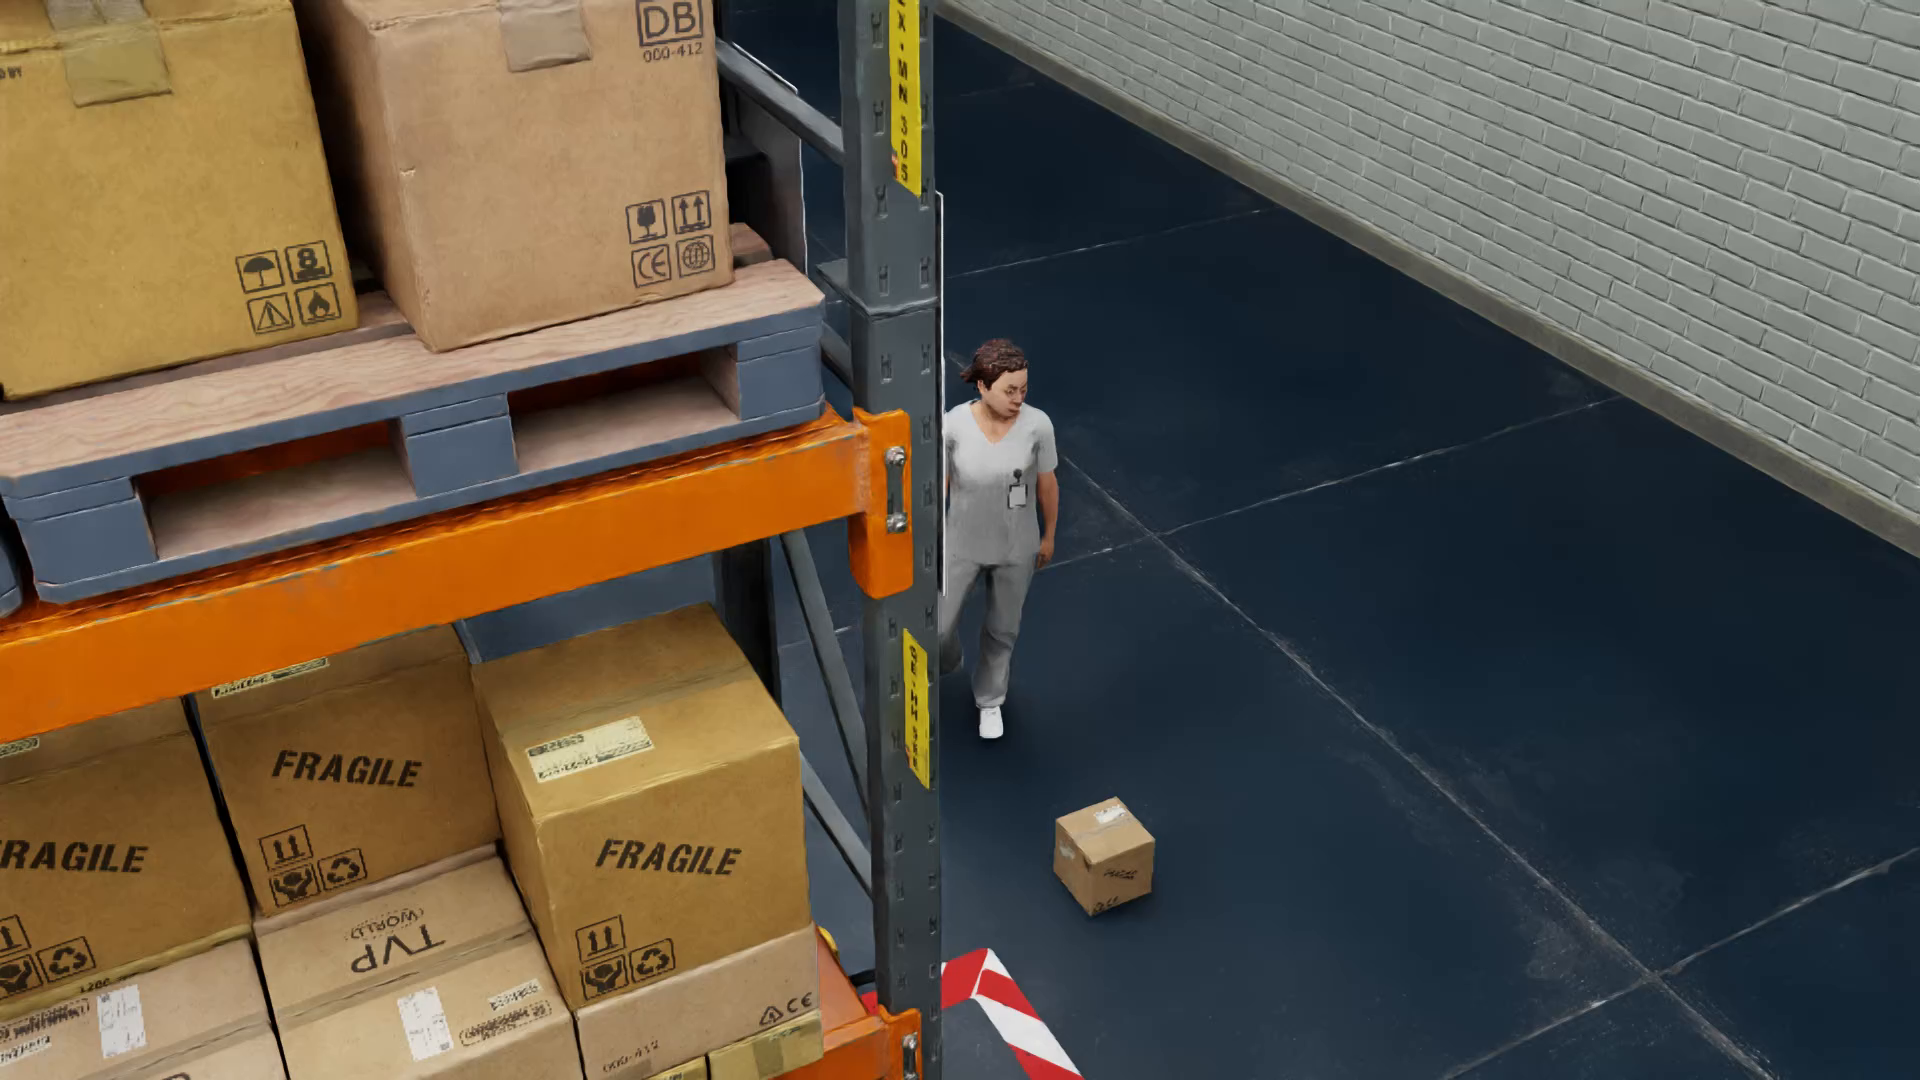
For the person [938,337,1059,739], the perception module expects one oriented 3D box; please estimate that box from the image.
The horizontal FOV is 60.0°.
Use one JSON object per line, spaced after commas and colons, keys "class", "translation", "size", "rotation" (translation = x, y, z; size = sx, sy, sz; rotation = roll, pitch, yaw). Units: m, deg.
{"class": "person", "translation": [0.041, 0.010, 6.133], "size": [0.633, 1.626, 0.436], "rotation": [1, 33, 2]}
